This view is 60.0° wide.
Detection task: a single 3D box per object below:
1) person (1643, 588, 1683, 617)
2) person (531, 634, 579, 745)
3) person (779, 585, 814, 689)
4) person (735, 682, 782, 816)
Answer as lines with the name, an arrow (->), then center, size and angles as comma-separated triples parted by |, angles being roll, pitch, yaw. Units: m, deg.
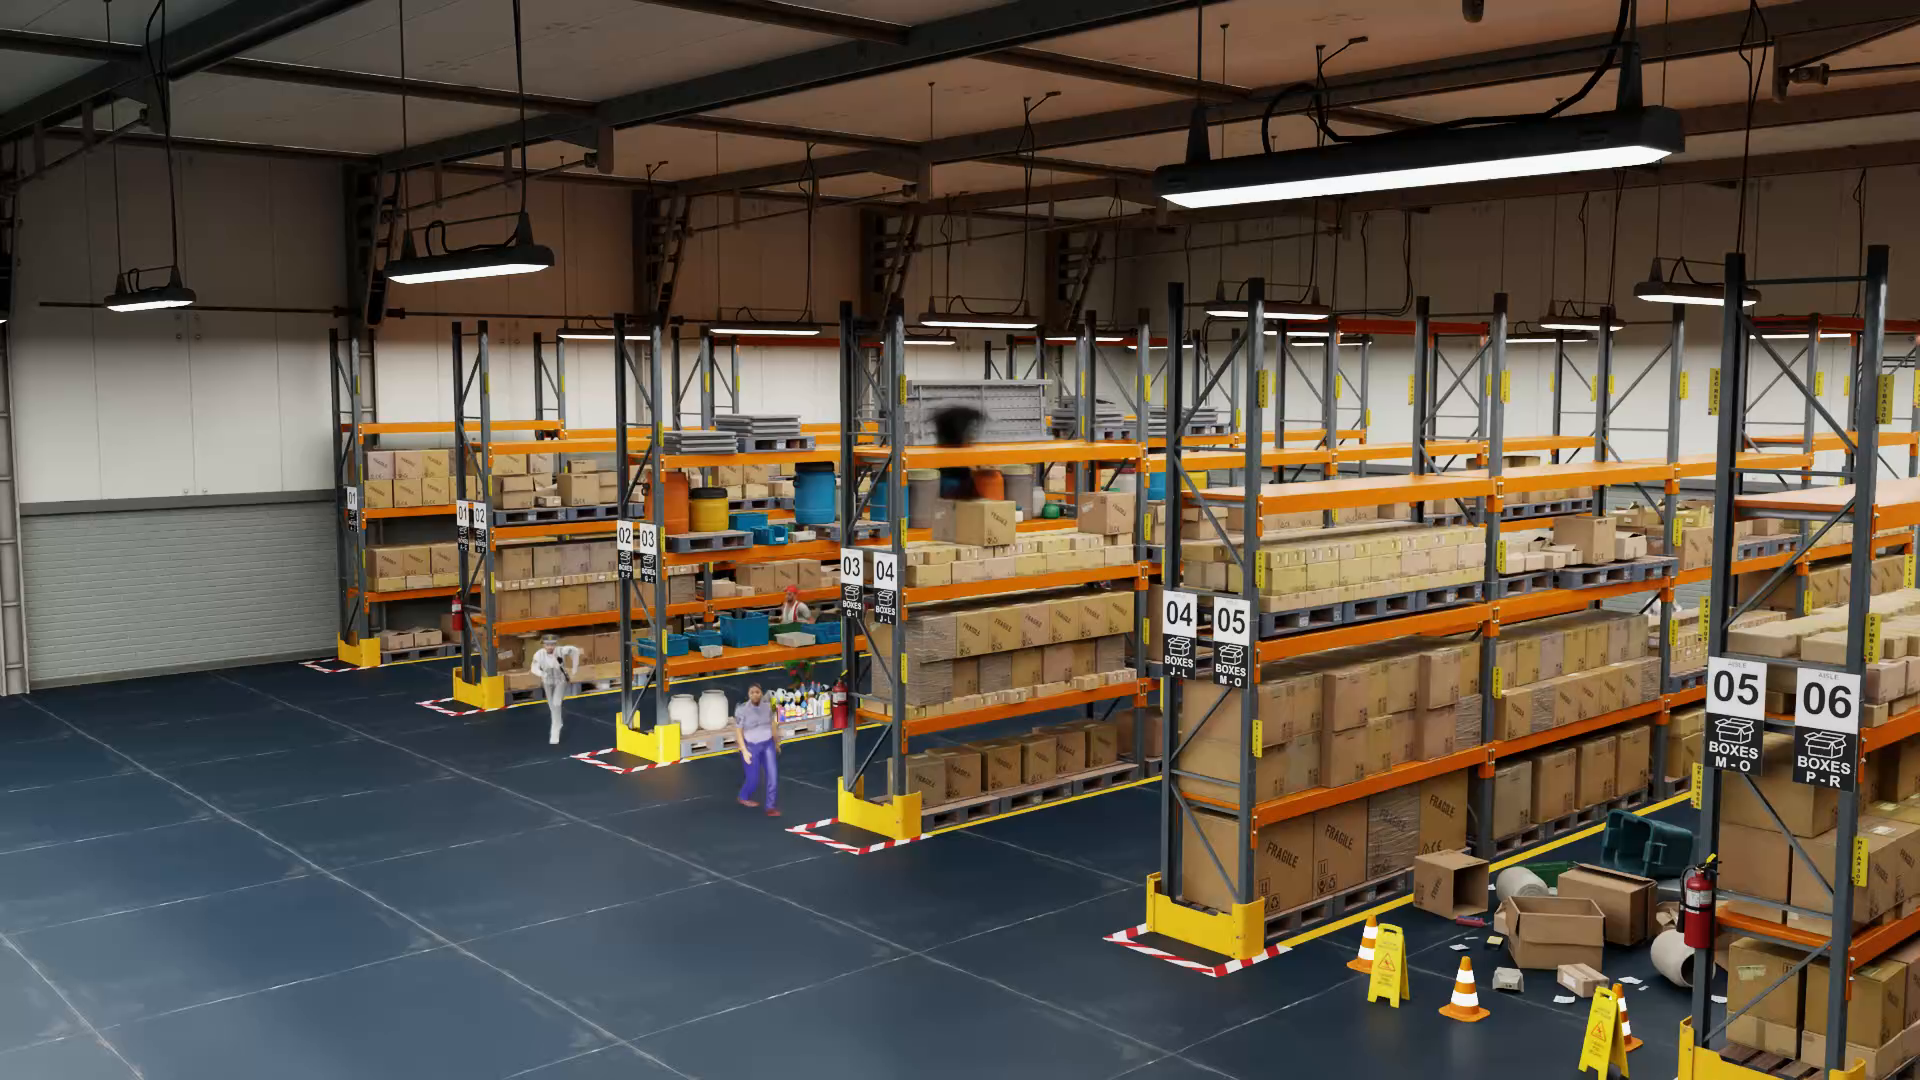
person -> 12.019, 1.535, 28.481 | 0.648, 1.669, 0.869 | 2, 6, 23
person -> -5.721, 2.083, 23.589 | 0.646, 1.610, 0.951 | 0, 6, -4
person -> -2.727, 1.603, 27.393 | 0.659, 1.727, 0.643 | 5, 7, 40
person -> -2.389, 2.461, 19.583 | 0.553, 1.583, 0.817 | -3, 7, -31
